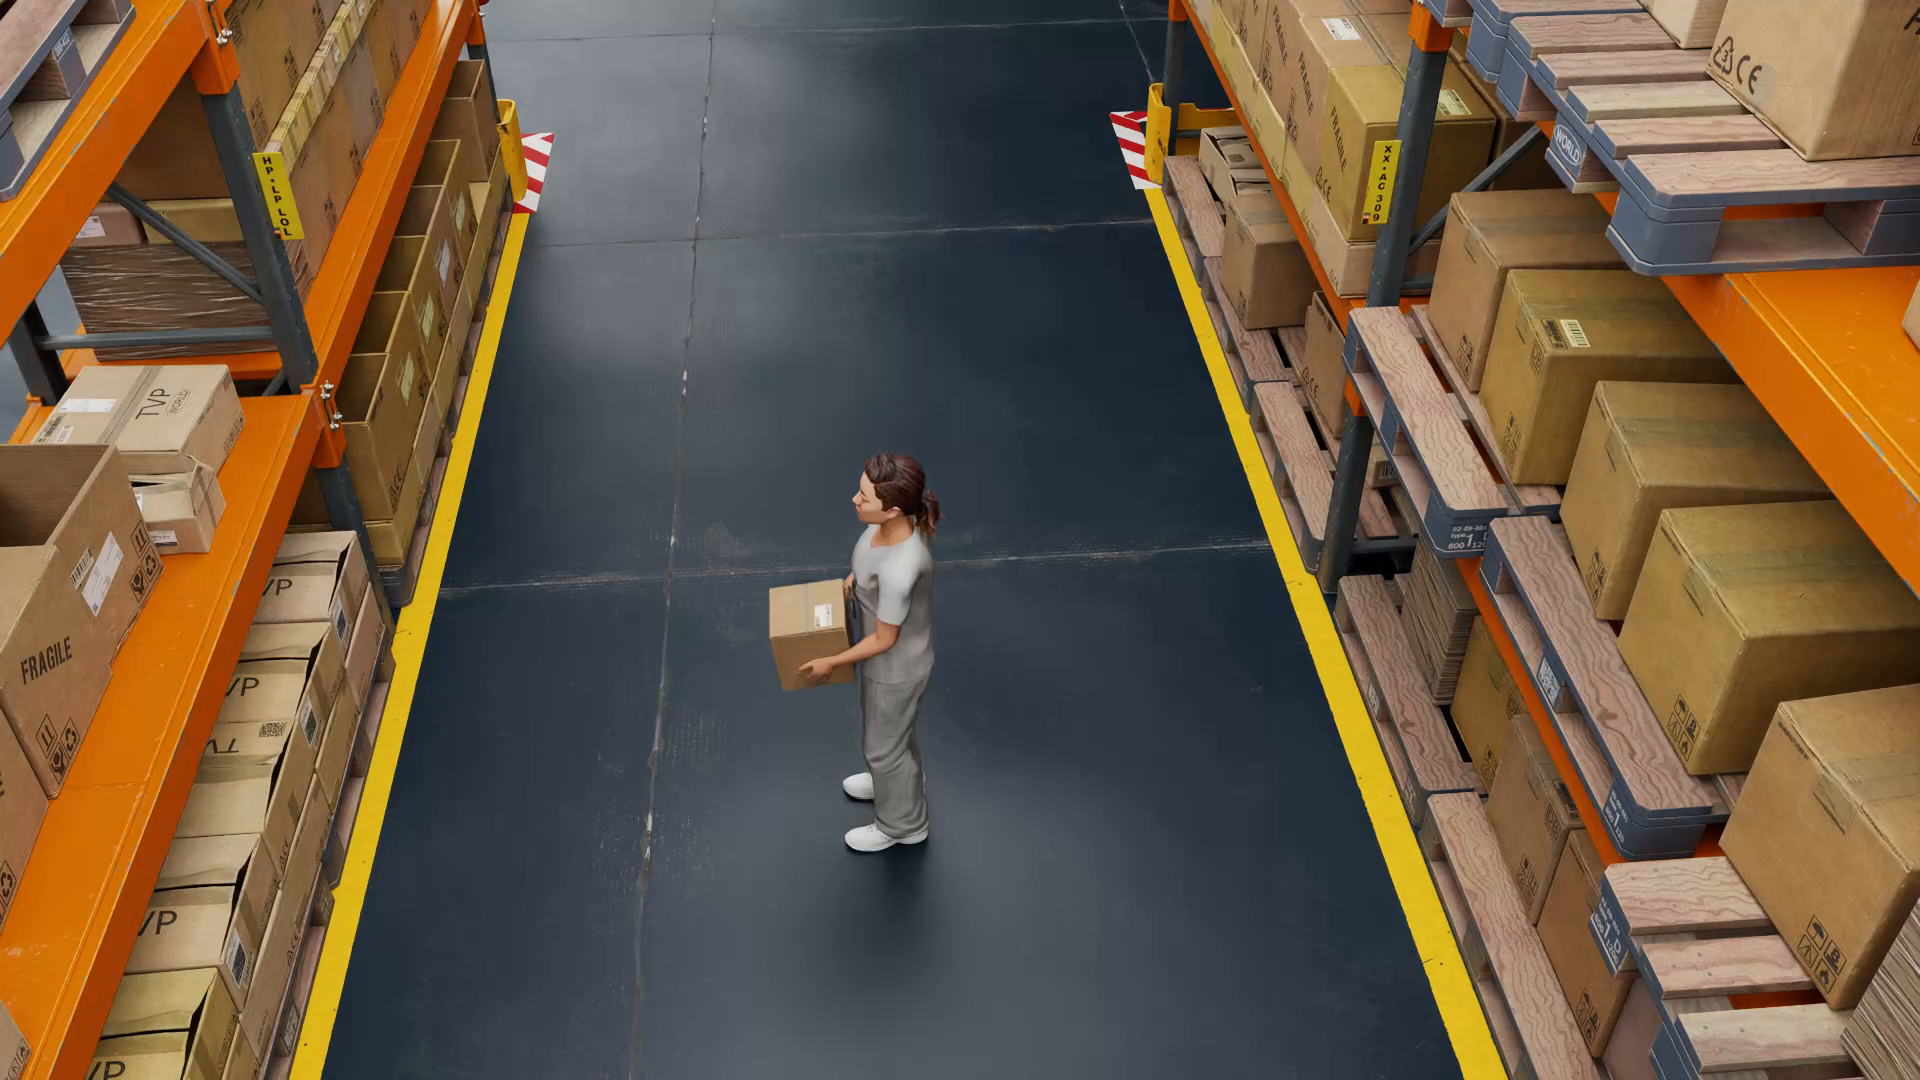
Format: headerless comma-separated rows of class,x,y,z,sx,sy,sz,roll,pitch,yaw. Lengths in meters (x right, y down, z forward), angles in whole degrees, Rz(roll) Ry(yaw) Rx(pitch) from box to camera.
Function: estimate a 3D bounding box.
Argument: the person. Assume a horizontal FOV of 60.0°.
person,-0.297,0.395,5.671,0.503,1.674,0.461,-3,39,-4
